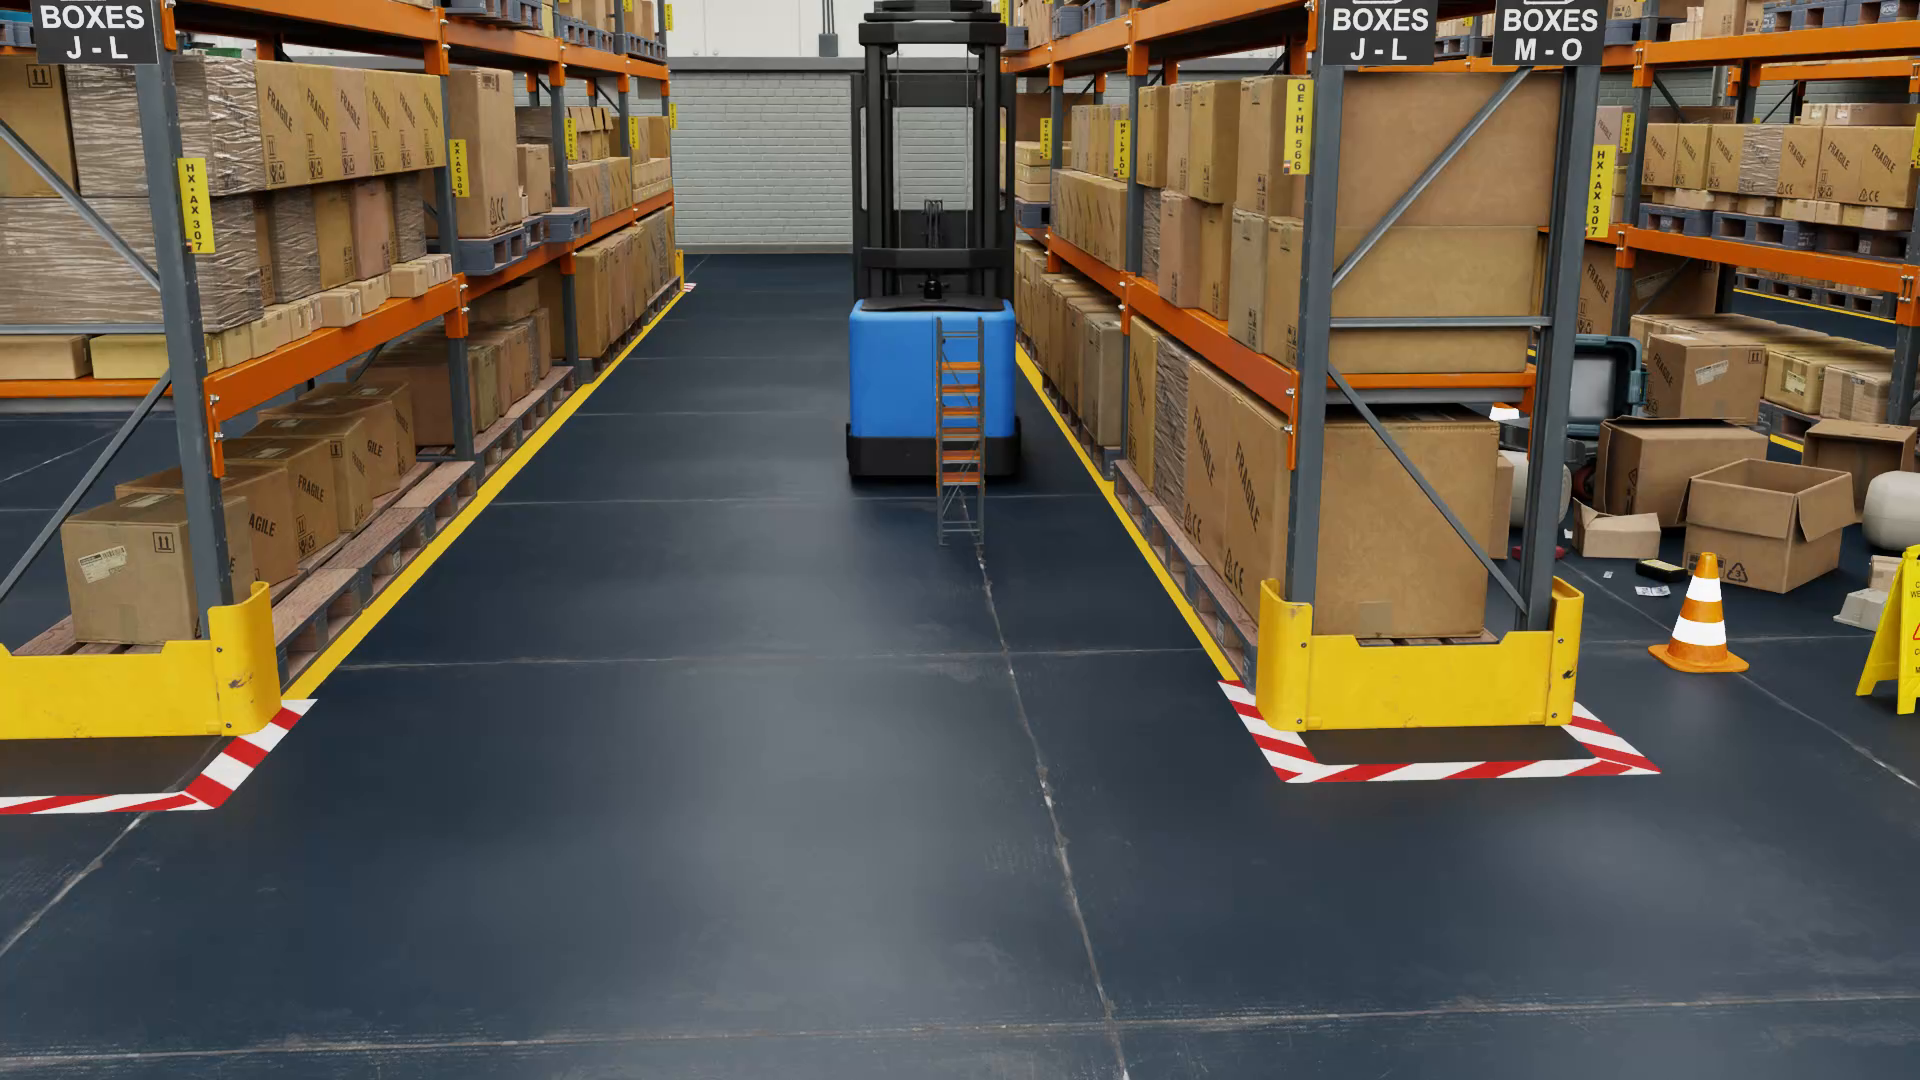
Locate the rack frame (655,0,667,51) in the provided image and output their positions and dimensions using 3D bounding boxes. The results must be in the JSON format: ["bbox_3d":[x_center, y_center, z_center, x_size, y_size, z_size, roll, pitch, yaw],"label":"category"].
[{"bbox_3d":[-4.203,-7.624,20.600,1.000,3.000,0.127,-1,14,-3],"label":"rack frame"}]

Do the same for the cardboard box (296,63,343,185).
[{"bbox_3d":[-3.031,-1.806,7.223,0.500,0.500,0.500,-1,14,-3],"label":"cardboard box"}]

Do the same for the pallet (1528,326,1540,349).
[{"bbox_3d":[6.137,-2.032,16.500,1.003,0.211,1.213,-1,14,-3],"label":"pallet"}]

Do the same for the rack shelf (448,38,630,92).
[{"bbox_3d":[-3.832,-4.331,15.264,1.077,0.370,4.000,-1,14,-3],"label":"rack shelf"}]

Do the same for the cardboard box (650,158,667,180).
[{"bbox_3d":[-3.878,-4.548,20.386,0.500,0.250,0.500,-1,14,-4],"label":"cardboard box"}]

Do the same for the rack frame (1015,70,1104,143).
[{"bbox_3d":[1.001,-3.776,17.681,1.000,3.000,0.127,-1,14,-3],"label":"rack frame"}]

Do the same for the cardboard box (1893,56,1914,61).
[{"bbox_3d":[10.572,-5.371,18.365,0.380,0.149,0.250,-1,14,-4],"label":"cardboard box"}]

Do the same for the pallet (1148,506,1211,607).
[{"bbox_3d":[1.544,0.059,8.374,1.003,0.211,1.213,-1,14,-3],"label":"pallet"}]

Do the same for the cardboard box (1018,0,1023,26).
[{"bbox_3d":[0.846,-5.167,16.403,0.500,0.311,0.500,-1,14,-4],"label":"cardboard box"}]

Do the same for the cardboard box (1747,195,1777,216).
[{"bbox_3d":[6.070,-2.478,12.298,0.380,0.149,0.250,0,14,-2],"label":"cardboard box"}]

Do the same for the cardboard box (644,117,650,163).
[{"bbox_3d":[-3.790,-4.534,18.827,0.500,0.500,0.500,-1,14,-5],"label":"cardboard box"}]

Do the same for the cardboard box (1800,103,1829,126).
[{"bbox_3d":[6.081,-2.948,11.522,0.380,0.149,0.250,-2,15,-6],"label":"cardboard box"}]

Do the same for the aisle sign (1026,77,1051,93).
[{"bbox_3d":[1.048,-6.052,21.312,0.394,0.787,0.004,-1,14,-3],"label":"aisle sign"}]

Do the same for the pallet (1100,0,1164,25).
[{"bbox_3d":[1.391,-3.373,10.482,0.805,0.209,1.217,-1,15,-6],"label":"pallet"}]

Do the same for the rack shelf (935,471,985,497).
[{"bbox_3d":[0.001,-0.302,8.934,0.258,0.103,0.180,-1,14,-3],"label":"rack shelf"}]

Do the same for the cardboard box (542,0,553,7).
[{"bbox_3d":[-3.429,-4.358,12.720,0.500,0.500,0.500,-1,14,-2],"label":"cardboard box"}]

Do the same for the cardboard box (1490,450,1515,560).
[{"bbox_3d":[2.617,-0.207,8.821,0.500,0.500,0.500,2,15,6],"label":"cardboard box"}]

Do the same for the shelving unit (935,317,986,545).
[{"bbox_3d":[0.001,-0.577,8.863,0.258,1.200,0.189,-1,14,-3],"label":"shelving unit"}]

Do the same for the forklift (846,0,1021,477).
[{"bbox_3d":[-0.178,-2.125,11.403,1.130,2.935,3.031,0,14,0],"label":"forklift"}]

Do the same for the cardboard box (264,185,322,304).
[{"bbox_3d":[-3.357,-1.317,7.328,0.875,0.500,0.500,-1,14,-3],"label":"cardboard box"}]

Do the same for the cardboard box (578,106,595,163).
[{"bbox_3d":[-3.823,-3.775,15.463,0.797,0.503,0.637,0,14,-2],"label":"cardboard box"}]

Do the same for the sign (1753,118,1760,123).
[{"bbox_3d":[6.724,-3.416,14.117,0.100,0.325,0.005,-1,14,-3],"label":"sign"}]

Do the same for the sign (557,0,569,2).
[{"bbox_3d":[-3.166,-4.440,13.207,0.100,0.325,0.005,-1,14,-3],"label":"sign"}]

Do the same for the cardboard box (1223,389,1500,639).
[{"bbox_3d":[1.637,-0.133,6.946,0.875,0.875,0.875,-1,14,-3],"label":"cardboard box"}]

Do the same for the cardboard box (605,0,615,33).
[{"bbox_3d":[-4.064,-5.671,17.783,0.700,0.500,0.500,-2,15,-7],"label":"cardboard box"}]

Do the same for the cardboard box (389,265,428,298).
[{"bbox_3d":[-3.065,-1.378,8.867,0.380,0.149,0.250,-1,14,-3],"label":"cardboard box"}]

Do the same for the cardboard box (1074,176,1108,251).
[{"bbox_3d":[1.101,-2.338,11.892,0.500,0.500,0.500,-1,14,-4],"label":"cardboard box"}]

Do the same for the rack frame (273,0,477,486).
[{"bbox_3d":[-3.460,-1.735,9.749,1.000,3.000,0.127,-1,14,-3],"label":"rack frame"}]

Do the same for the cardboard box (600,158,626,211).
[{"bbox_3d":[-3.630,-3.537,16.555,0.500,0.500,0.500,0,14,-2],"label":"cardboard box"}]

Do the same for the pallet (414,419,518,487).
[{"bbox_3d":[-3.510,-0.578,10.848,1.003,0.211,1.213,-1,14,-3],"label":"pallet"}]

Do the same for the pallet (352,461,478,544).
[{"bbox_3d":[-3.383,-0.218,9.449,1.003,0.211,1.213,-1,14,-3],"label":"pallet"}]

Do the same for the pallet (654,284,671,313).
[{"bbox_3d":[-4.003,-2.868,19.751,1.003,0.211,1.213,-1,14,-3],"label":"pallet"}]

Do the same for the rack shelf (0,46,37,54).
[{"bbox_3d":[-8.775,-4.255,14.967,1.077,0.370,4.000,-1,14,-3],"label":"rack shelf"}]

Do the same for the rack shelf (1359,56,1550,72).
[{"bbox_3d":[5.811,-5.479,19.725,1.077,0.370,4.000,-1,14,-3],"label":"rack shelf"}]

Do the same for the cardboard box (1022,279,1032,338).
[{"bbox_3d":[0.870,-2.194,15.707,0.500,0.500,0.500,-2,15,-6],"label":"cardboard box"}]

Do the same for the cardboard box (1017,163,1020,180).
[{"bbox_3d":[0.712,-3.316,14.961,0.380,0.149,0.250,-1,14,-3],"label":"cardboard box"}]

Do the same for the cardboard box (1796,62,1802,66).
[{"bbox_3d":[10.484,-5.880,20.343,0.380,0.149,0.250,-1,14,-4],"label":"cardboard box"}]

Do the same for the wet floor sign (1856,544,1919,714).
[{"bbox_3d":[3.723,0.326,6.466,0.267,0.644,0.232,-3,15,-13],"label":"wet floor sign"}]

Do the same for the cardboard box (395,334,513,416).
[{"bbox_3d":[-3.522,-1.148,11.603,0.700,0.500,0.500,-2,15,-8],"label":"cardboard box"}]

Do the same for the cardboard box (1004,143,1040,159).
[{"bbox_3d":[0.633,-3.782,16.172,0.380,0.149,0.250,-1,14,-4],"label":"cardboard box"}]

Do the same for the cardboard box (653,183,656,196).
[{"bbox_3d":[-3.740,-4.069,19.325,0.380,0.149,0.250,-1,14,-5],"label":"cardboard box"}]

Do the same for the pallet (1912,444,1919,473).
[{"bbox_3d":[6.508,-0.371,10.044,1.003,0.211,1.213,-1,14,-3],"label":"pallet"}]

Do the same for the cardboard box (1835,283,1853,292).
[{"bbox_3d":[10.539,-3.057,19.532,0.396,0.266,0.258,0,14,-1],"label":"cardboard box"}]

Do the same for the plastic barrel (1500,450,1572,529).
[{"bbox_3d":[3.098,-0.280,9.265,0.512,0.421,0.421,10,18,35],"label":"plastic barrel"}]

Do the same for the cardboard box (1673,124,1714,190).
[{"bbox_3d":[6.019,-3.033,13.156,0.500,0.500,0.500,0,14,-1],"label":"cardboard box"}]

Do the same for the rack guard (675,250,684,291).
[{"bbox_3d":[-4.205,-3.514,21.682,1.175,0.500,0.348,-1,14,-3],"label":"rack guard"}]

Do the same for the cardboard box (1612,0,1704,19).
[{"bbox_3d":[6.009,-4.680,14.126,0.797,0.503,0.637,-2,15,-7],"label":"cardboard box"}]

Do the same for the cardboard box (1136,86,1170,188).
[{"bbox_3d":[1.485,-2.289,9.437,0.875,0.550,0.550,-1,14,-3],"label":"cardboard box"}]

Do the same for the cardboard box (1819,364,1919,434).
[{"bbox_3d":[6.396,-0.949,11.125,0.950,0.372,0.625,-1,14,-3],"label":"cardboard box"}]

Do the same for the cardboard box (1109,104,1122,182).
[{"bbox_3d":[1.395,-2.696,11.277,0.700,0.500,0.500,-1,14,-3],"label":"cardboard box"}]

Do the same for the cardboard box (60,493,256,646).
[{"bbox_3d":[-3.234,0.112,6.746,0.500,0.500,0.500,2,15,7],"label":"cardboard box"}]

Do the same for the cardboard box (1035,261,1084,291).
[{"bbox_3d":[0.945,-2.303,14.626,0.500,0.250,0.500,-1,14,-5],"label":"cardboard box"}]

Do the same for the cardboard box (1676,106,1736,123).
[{"bbox_3d":[6.397,-3.542,14.564,0.500,0.500,0.500,-1,14,-5],"label":"cardboard box"}]

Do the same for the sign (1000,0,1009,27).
[{"bbox_3d":[0.460,-5.468,17.203,0.100,0.325,0.005,-1,14,-3],"label":"sign"}]

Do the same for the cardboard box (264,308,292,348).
[{"bbox_3d":[-3.025,-0.879,6.929,0.380,0.149,0.250,-1,14,-3],"label":"cardboard box"}]

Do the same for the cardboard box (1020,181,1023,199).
[{"bbox_3d":[0.730,-3.104,14.732,0.380,0.149,0.250,-1,14,-2],"label":"cardboard box"}]

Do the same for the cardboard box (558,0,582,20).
[{"bbox_3d":[-3.856,-4.943,15.149,0.797,0.503,0.637,-1,14,-4],"label":"cardboard box"}]

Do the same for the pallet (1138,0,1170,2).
[{"bbox_3d":[1.537,-2.992,8.794,1.003,0.211,1.213,-1,14,-3],"label":"pallet"}]
